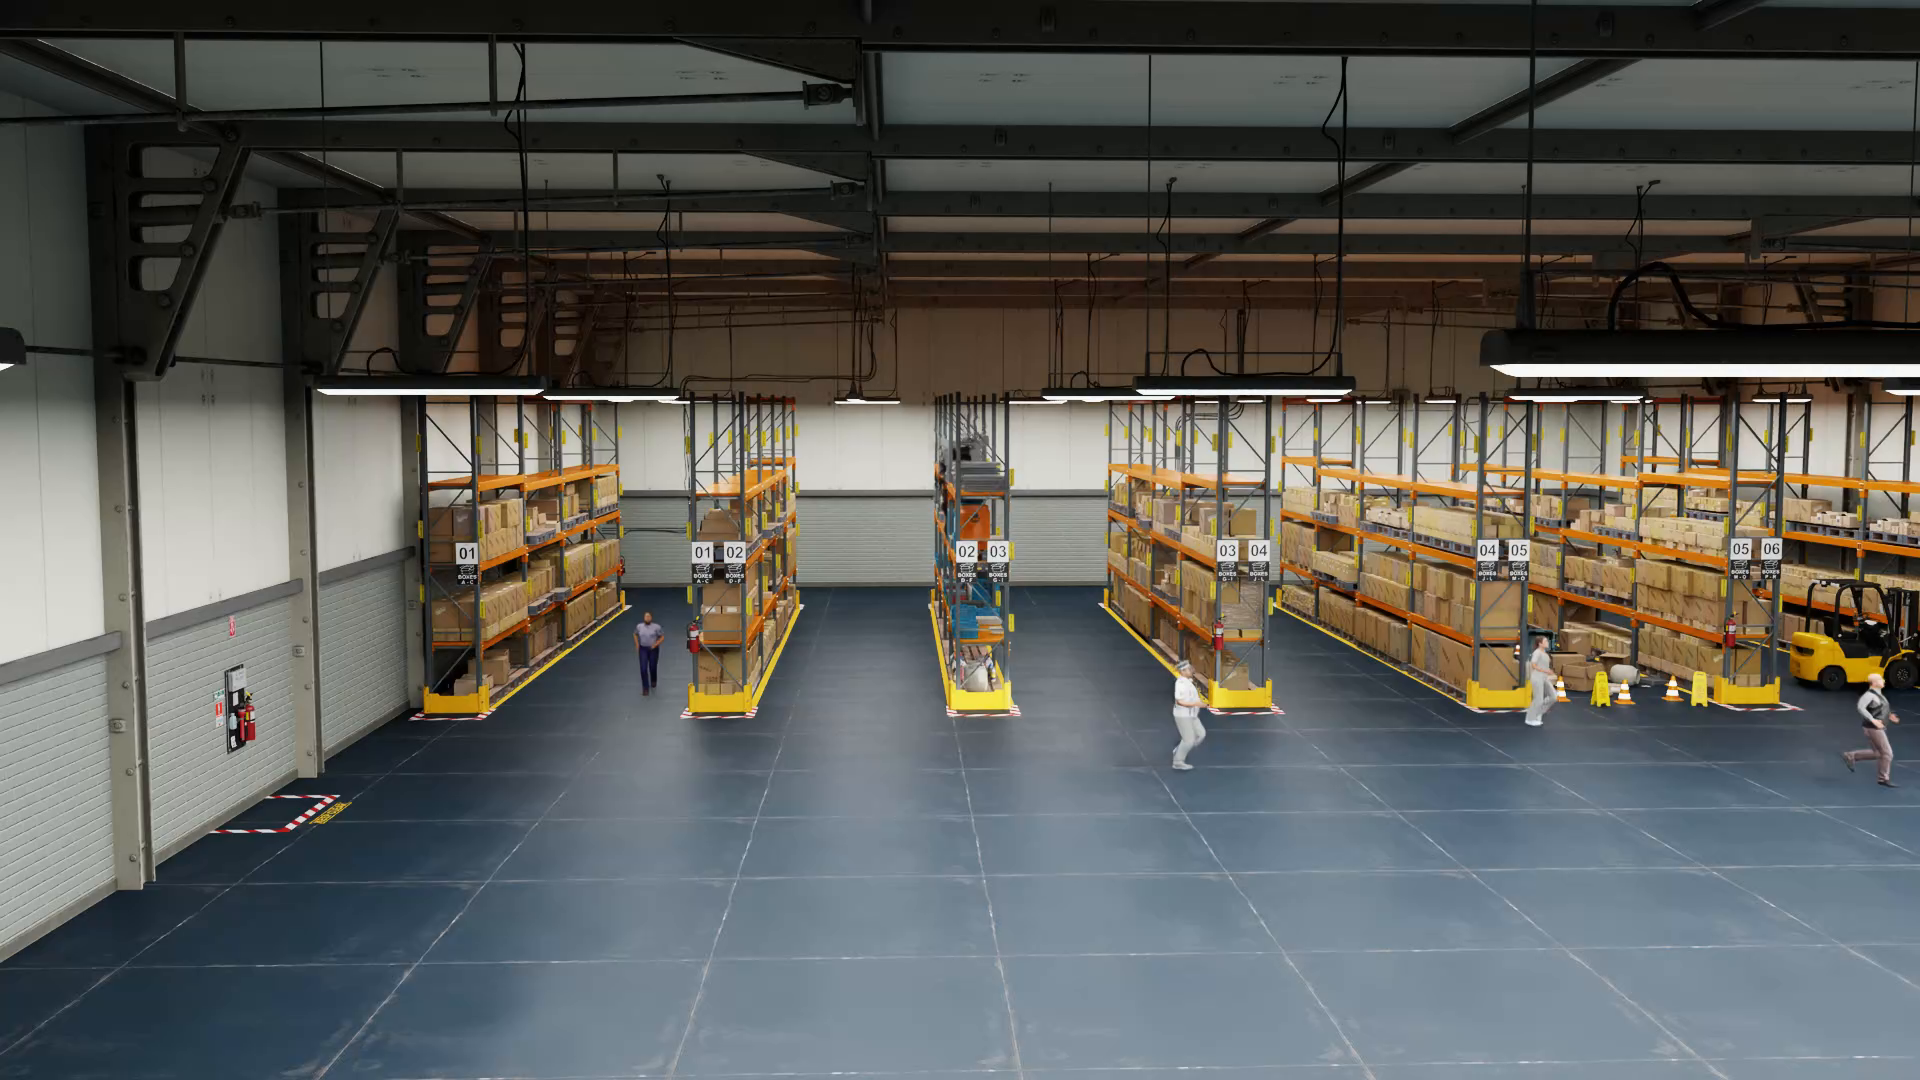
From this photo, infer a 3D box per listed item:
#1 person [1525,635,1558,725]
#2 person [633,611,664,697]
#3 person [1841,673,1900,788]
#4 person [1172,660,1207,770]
[{"bbox_3d":[10.420,2.514,29.764,0.588,1.636,0.574,4,6,43],"label":"person"},{"bbox_3d":[-6.225,2.249,33.264,0.623,1.654,0.839,0,5,-6],"label":"person"},{"bbox_3d":[13.827,2.870,25.219,0.813,1.710,0.662,3,6,36],"label":"person"},{"bbox_3d":[3.630,2.748,26.187,0.602,1.744,0.650,2,5,21],"label":"person"}]
